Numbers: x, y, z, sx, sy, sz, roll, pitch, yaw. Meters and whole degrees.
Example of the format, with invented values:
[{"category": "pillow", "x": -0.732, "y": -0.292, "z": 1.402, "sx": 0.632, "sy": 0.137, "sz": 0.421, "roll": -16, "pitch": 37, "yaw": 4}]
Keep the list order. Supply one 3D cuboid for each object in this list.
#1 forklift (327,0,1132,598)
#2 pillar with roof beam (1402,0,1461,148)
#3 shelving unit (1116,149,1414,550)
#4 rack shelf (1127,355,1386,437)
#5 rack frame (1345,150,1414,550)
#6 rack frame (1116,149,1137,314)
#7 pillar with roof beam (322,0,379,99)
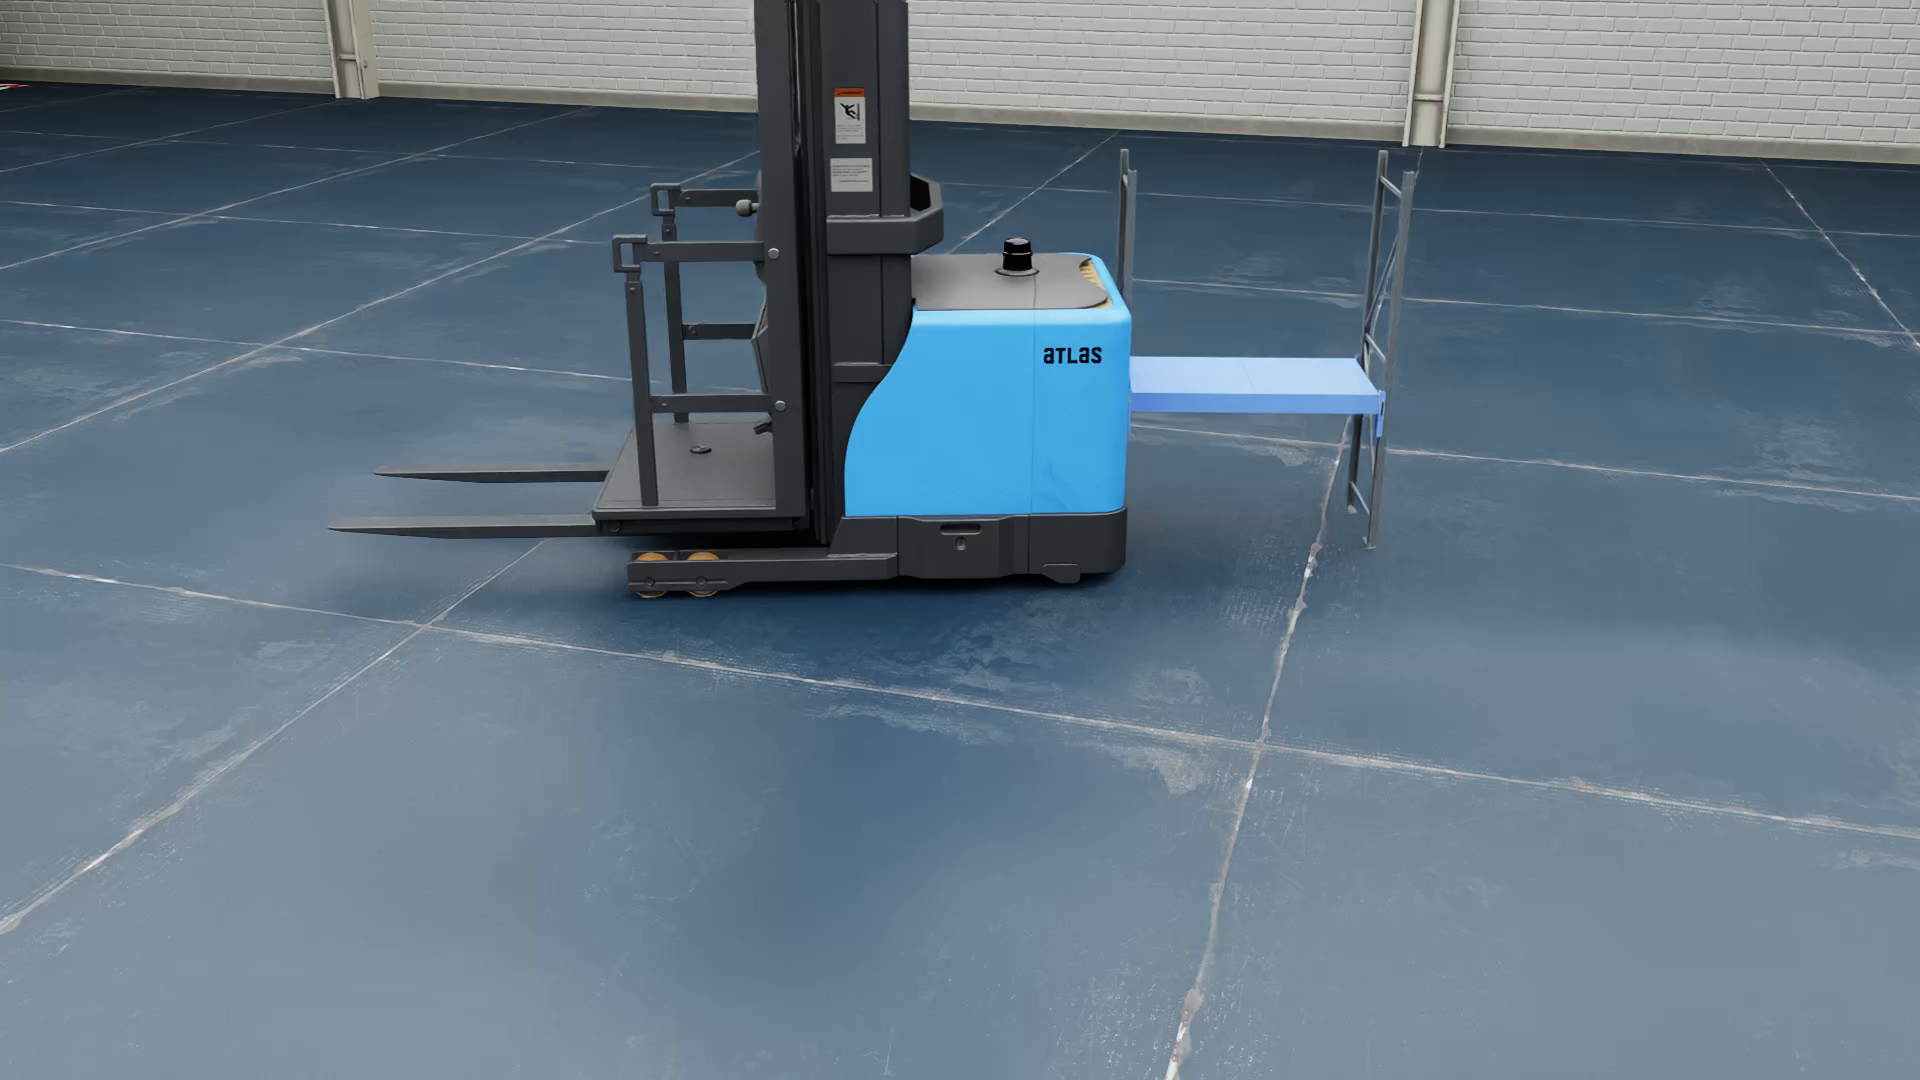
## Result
[{"category": "forklift", "x": -0.897, "y": -1.343, "z": 6.183, "sx": 3.031, "sy": 2.935, "sz": 1.130, "roll": -1, "pitch": 22, "yaw": -2}, {"category": "pillar with roof beam", "x": 3.253, "y": -6.433, "z": 10.595, "sx": 0.400, "sy": 9.000, "sz": 9.100, "roll": 7, "pitch": 23, "yaw": 16}, {"category": "shelving unit", "x": 1.153, "y": -0.756, "z": 6.636, "sx": 1.048, "sy": 1.500, "sz": 0.538, "roll": 1, "pitch": 22, "yaw": 2}, {"category": "rack shelf", "x": 1.153, "y": -0.589, "z": 6.704, "sx": 1.000, "sy": 0.185, "sz": 0.538, "roll": 1, "pitch": 22, "yaw": 2}, {"category": "rack frame", "x": 1.661, "y": -0.750, "z": 6.622, "sx": 0.032, "sy": 1.500, "sz": 0.500, "roll": 1, "pitch": 22, "yaw": 2}, {"category": "rack frame", "x": 0.645, "y": -0.761, "z": 6.649, "sx": 0.032, "sy": 1.500, "sz": 0.500, "roll": 1, "pitch": 22, "yaw": 2}, {"category": "pillar with roof beam", "x": -8.235, "y": -7.748, "z": 13.802, "sx": 0.400, "sy": 9.000, "sz": 9.100, "roll": 7, "pitch": 23, "yaw": 16}]
